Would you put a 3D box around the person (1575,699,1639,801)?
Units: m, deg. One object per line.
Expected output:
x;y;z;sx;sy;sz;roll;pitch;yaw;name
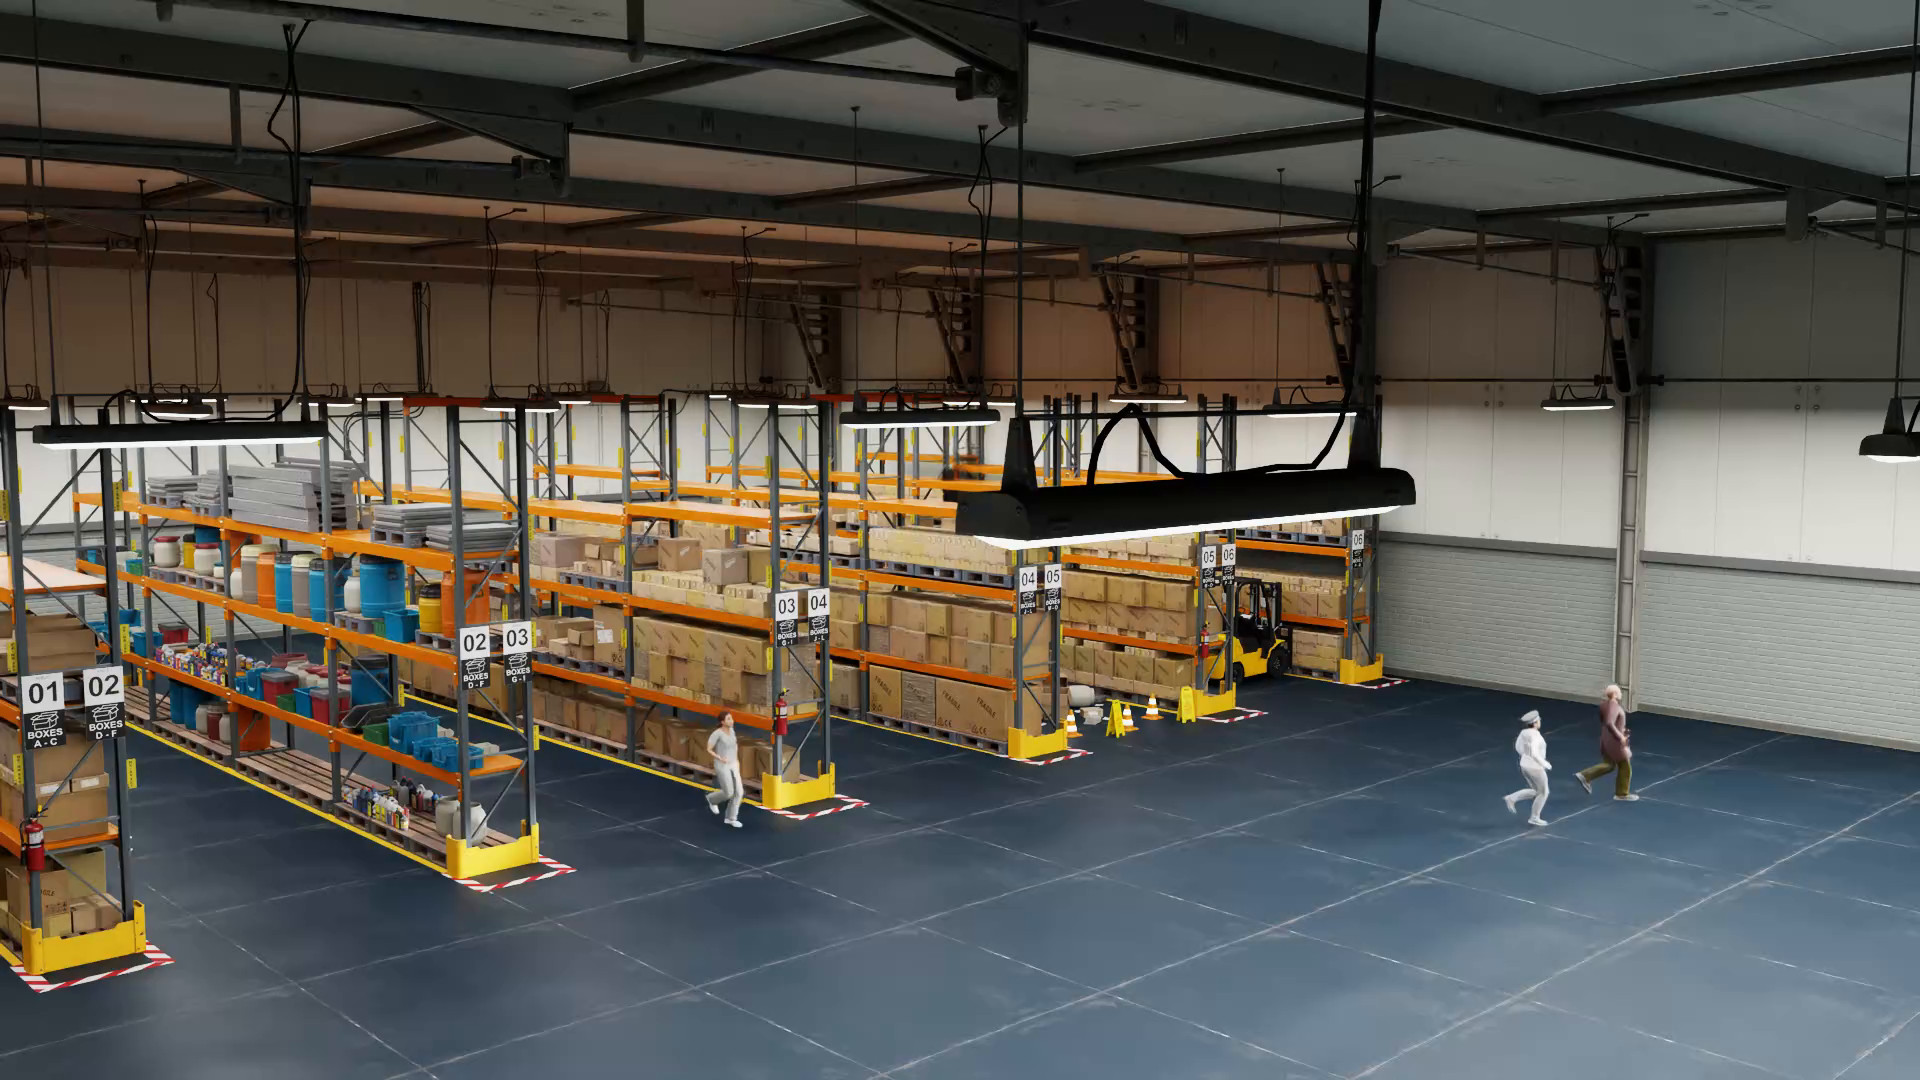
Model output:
9.745;3.143;24.955;0.935;1.546;0.743;0;6;1;person

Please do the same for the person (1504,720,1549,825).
8.086;3.269;23.598;0.587;1.607;0.617;-1;6;-8;person

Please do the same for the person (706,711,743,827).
-3.362;3.241;23.693;0.660;1.650;0.601;5;7;39;person
